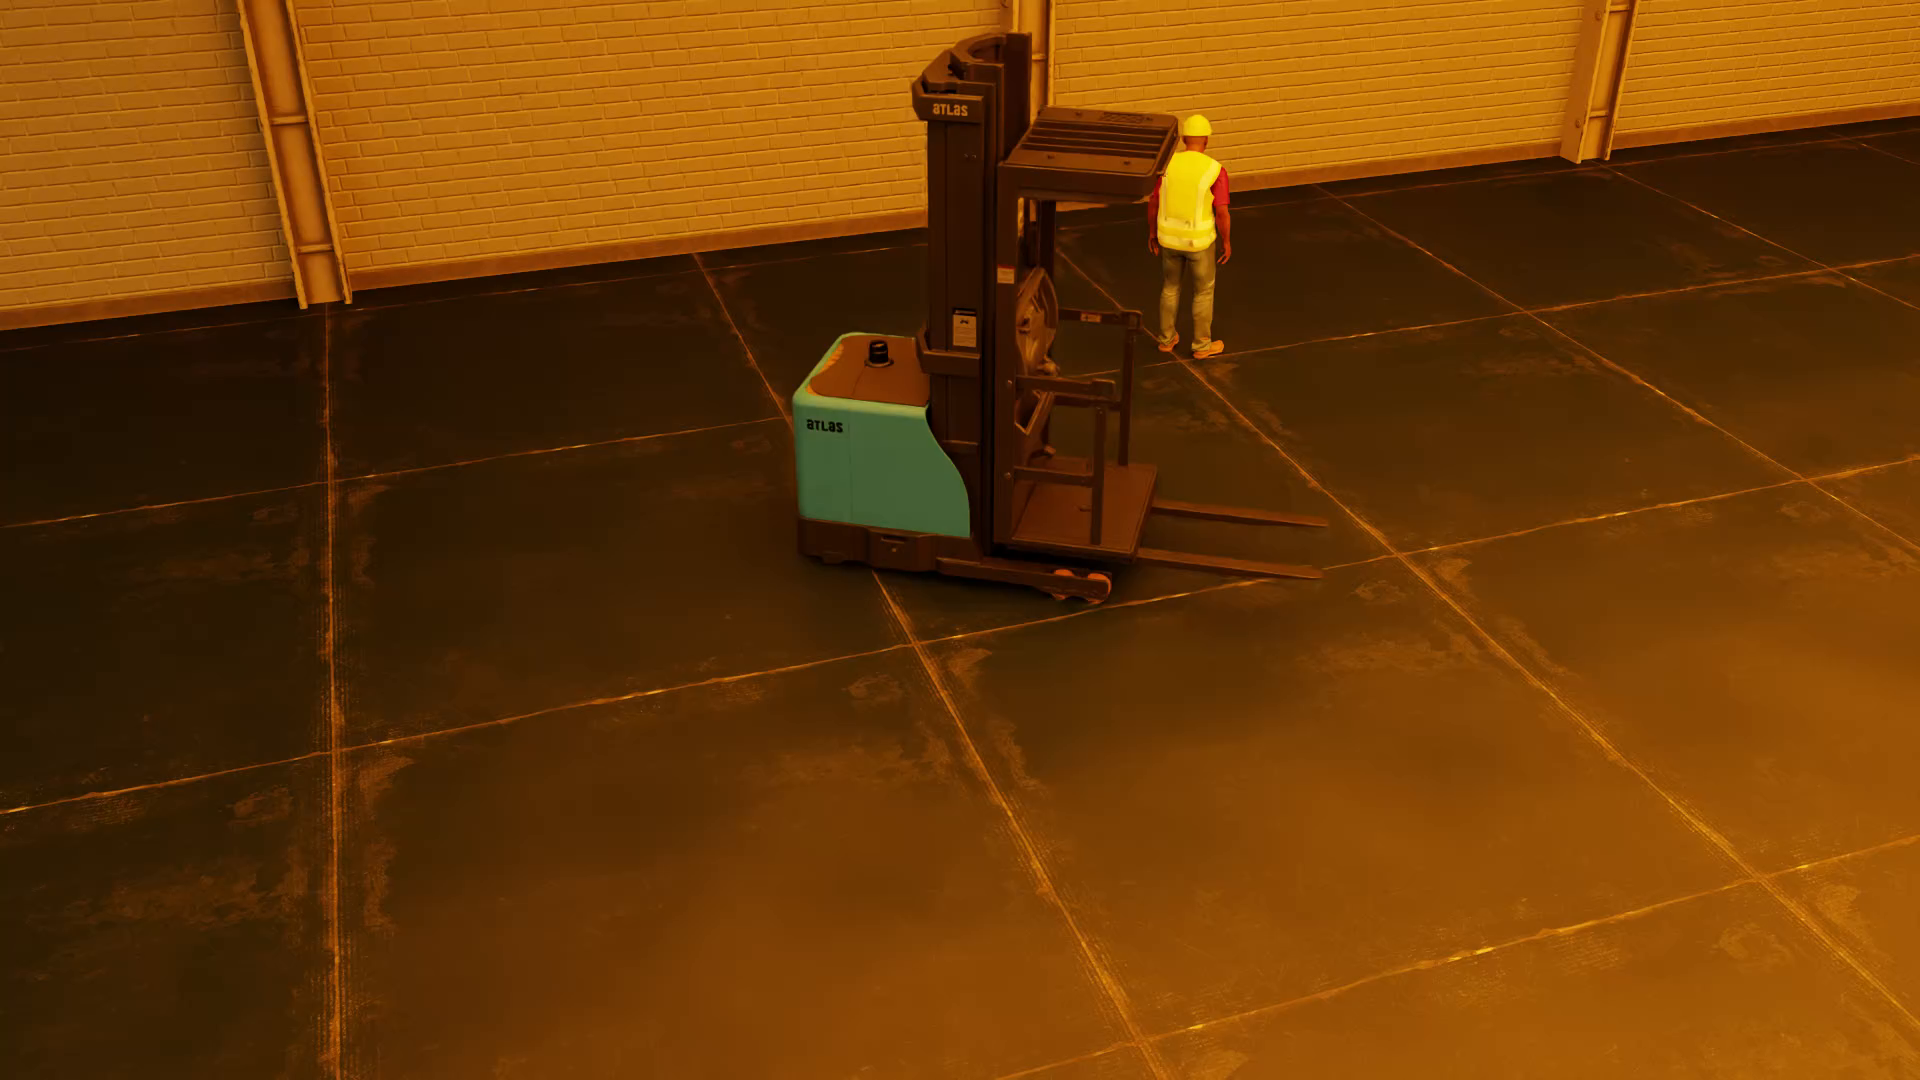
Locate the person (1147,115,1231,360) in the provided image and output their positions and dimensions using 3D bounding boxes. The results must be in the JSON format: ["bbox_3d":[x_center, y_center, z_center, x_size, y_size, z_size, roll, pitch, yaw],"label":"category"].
[{"bbox_3d":[1.667,-2.198,12.087,0.630,1.759,0.461,15,33,24],"label":"person"}]

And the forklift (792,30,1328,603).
[{"bbox_3d":[0.614,-1.206,9.183,3.031,2.935,1.130,7,31,12],"label":"forklift"}]
